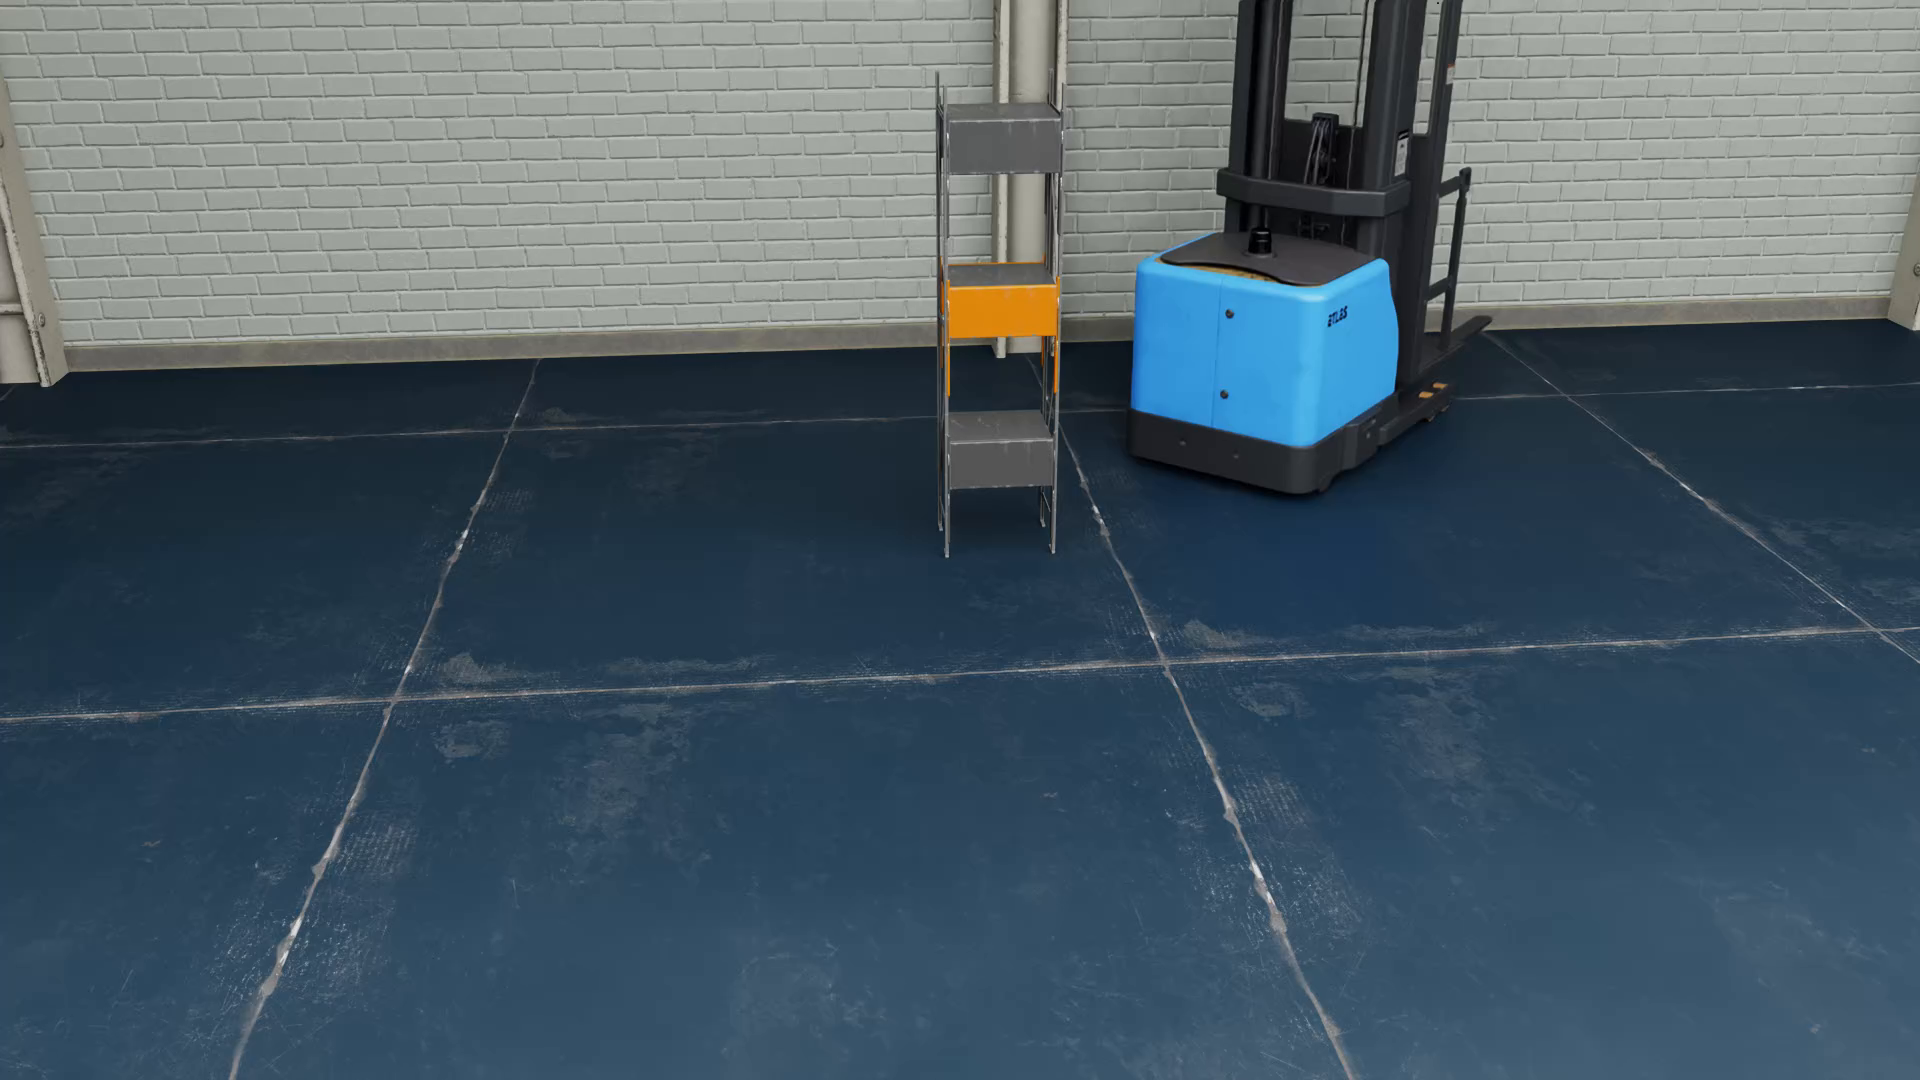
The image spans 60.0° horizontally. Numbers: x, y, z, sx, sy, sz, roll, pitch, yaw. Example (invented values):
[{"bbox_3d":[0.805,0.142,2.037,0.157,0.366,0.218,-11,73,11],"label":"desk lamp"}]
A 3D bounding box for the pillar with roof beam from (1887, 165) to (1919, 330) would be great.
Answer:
[{"bbox_3d":[6.802,-3.808,5.239,0.400,9.000,9.100,-2,24,-5],"label":"pillar with roof beam"}]

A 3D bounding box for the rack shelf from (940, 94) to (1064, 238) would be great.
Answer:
[{"bbox_3d":[0.165,-1.593,7.060,0.480,0.518,0.431,-2,24,-5],"label":"rack shelf"}]

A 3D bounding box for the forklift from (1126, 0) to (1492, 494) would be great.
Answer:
[{"bbox_3d":[2.135,-2.101,8.869,1.130,2.935,3.031,17,29,33],"label":"forklift"}]

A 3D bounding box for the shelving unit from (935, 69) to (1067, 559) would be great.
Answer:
[{"bbox_3d":[0.165,-0.966,7.338,0.503,2.100,0.431,-2,24,-5],"label":"shelving unit"}]

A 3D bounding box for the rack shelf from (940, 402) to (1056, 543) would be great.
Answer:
[{"bbox_3d":[0.165,-0.314,7.628,0.480,0.518,0.431,-2,24,-5],"label":"rack shelf"}]

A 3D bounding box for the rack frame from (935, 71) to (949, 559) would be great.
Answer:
[{"bbox_3d":[-0.078,-0.956,7.316,0.015,2.100,0.400,-2,24,-5],"label":"rack frame"}]

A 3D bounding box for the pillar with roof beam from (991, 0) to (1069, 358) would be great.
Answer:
[{"bbox_3d":[0.831,-3.569,4.700,0.400,9.000,9.100,-2,24,-5],"label":"pillar with roof beam"}]

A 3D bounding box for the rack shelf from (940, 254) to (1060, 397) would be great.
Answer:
[{"bbox_3d":[0.165,-0.954,7.344,0.480,0.518,0.431,-2,24,-5],"label":"rack shelf"}]

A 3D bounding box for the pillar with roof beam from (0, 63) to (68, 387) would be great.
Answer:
[{"bbox_3d":[-5.140,-3.329,4.161,0.400,9.000,9.100,-2,24,-5],"label":"pillar with roof beam"}]

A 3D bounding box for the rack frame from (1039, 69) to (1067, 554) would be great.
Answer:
[{"bbox_3d":[0.408,-0.976,7.360,0.015,2.100,0.400,-2,24,-5],"label":"rack frame"}]
